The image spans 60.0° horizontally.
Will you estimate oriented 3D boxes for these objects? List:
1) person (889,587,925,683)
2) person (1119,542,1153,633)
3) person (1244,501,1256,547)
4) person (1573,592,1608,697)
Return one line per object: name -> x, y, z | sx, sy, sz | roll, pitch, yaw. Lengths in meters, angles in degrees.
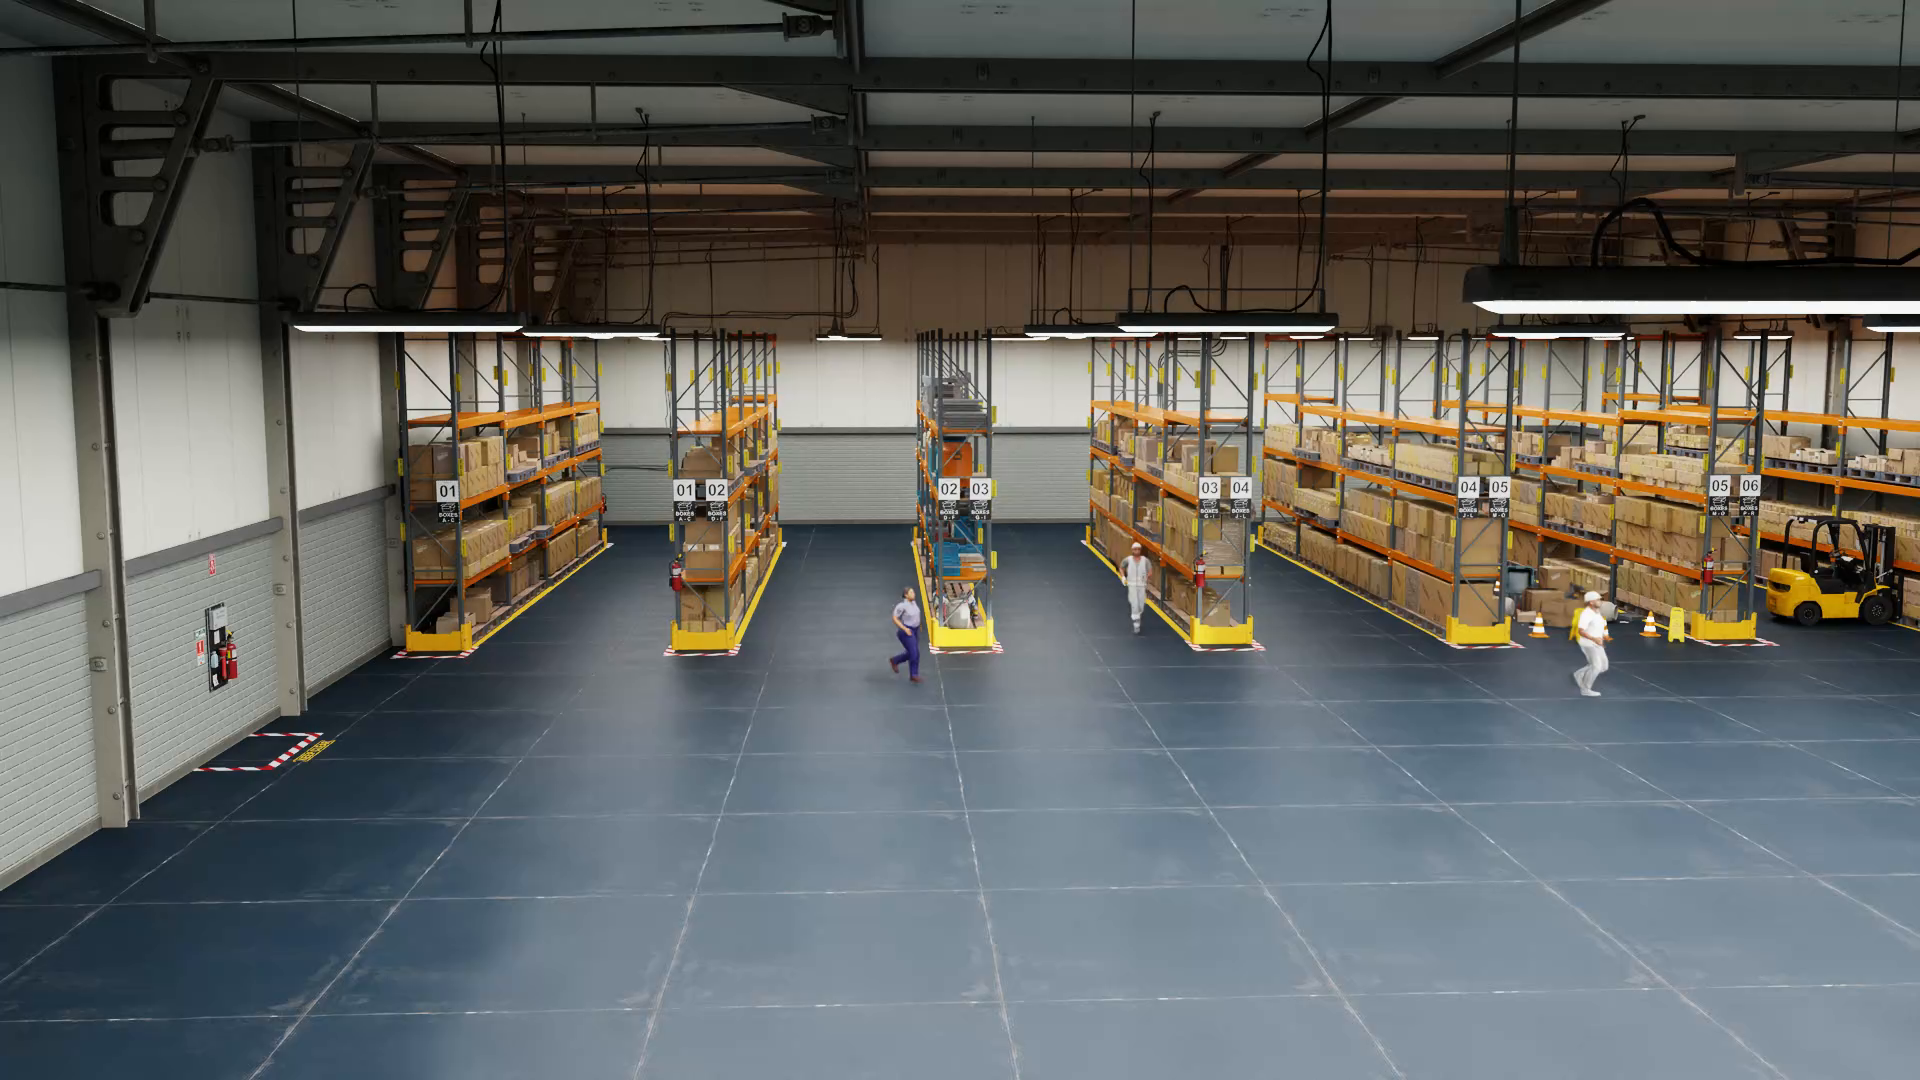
person -> -0.902, 1.597, 28.299 | 0.711, 1.628, 0.618 | 3, 8, 27
person -> 3.513, 0.927, 33.214 | 0.663, 1.780, 0.812 | 0, 7, -1
person -> 7.645, -0.452, 44.985 | 0.732, 1.826, 0.973 | 0, 7, -1
person -> 10.253, 1.687, 27.025 | 0.576, 1.721, 0.679 | 5, 8, 36
